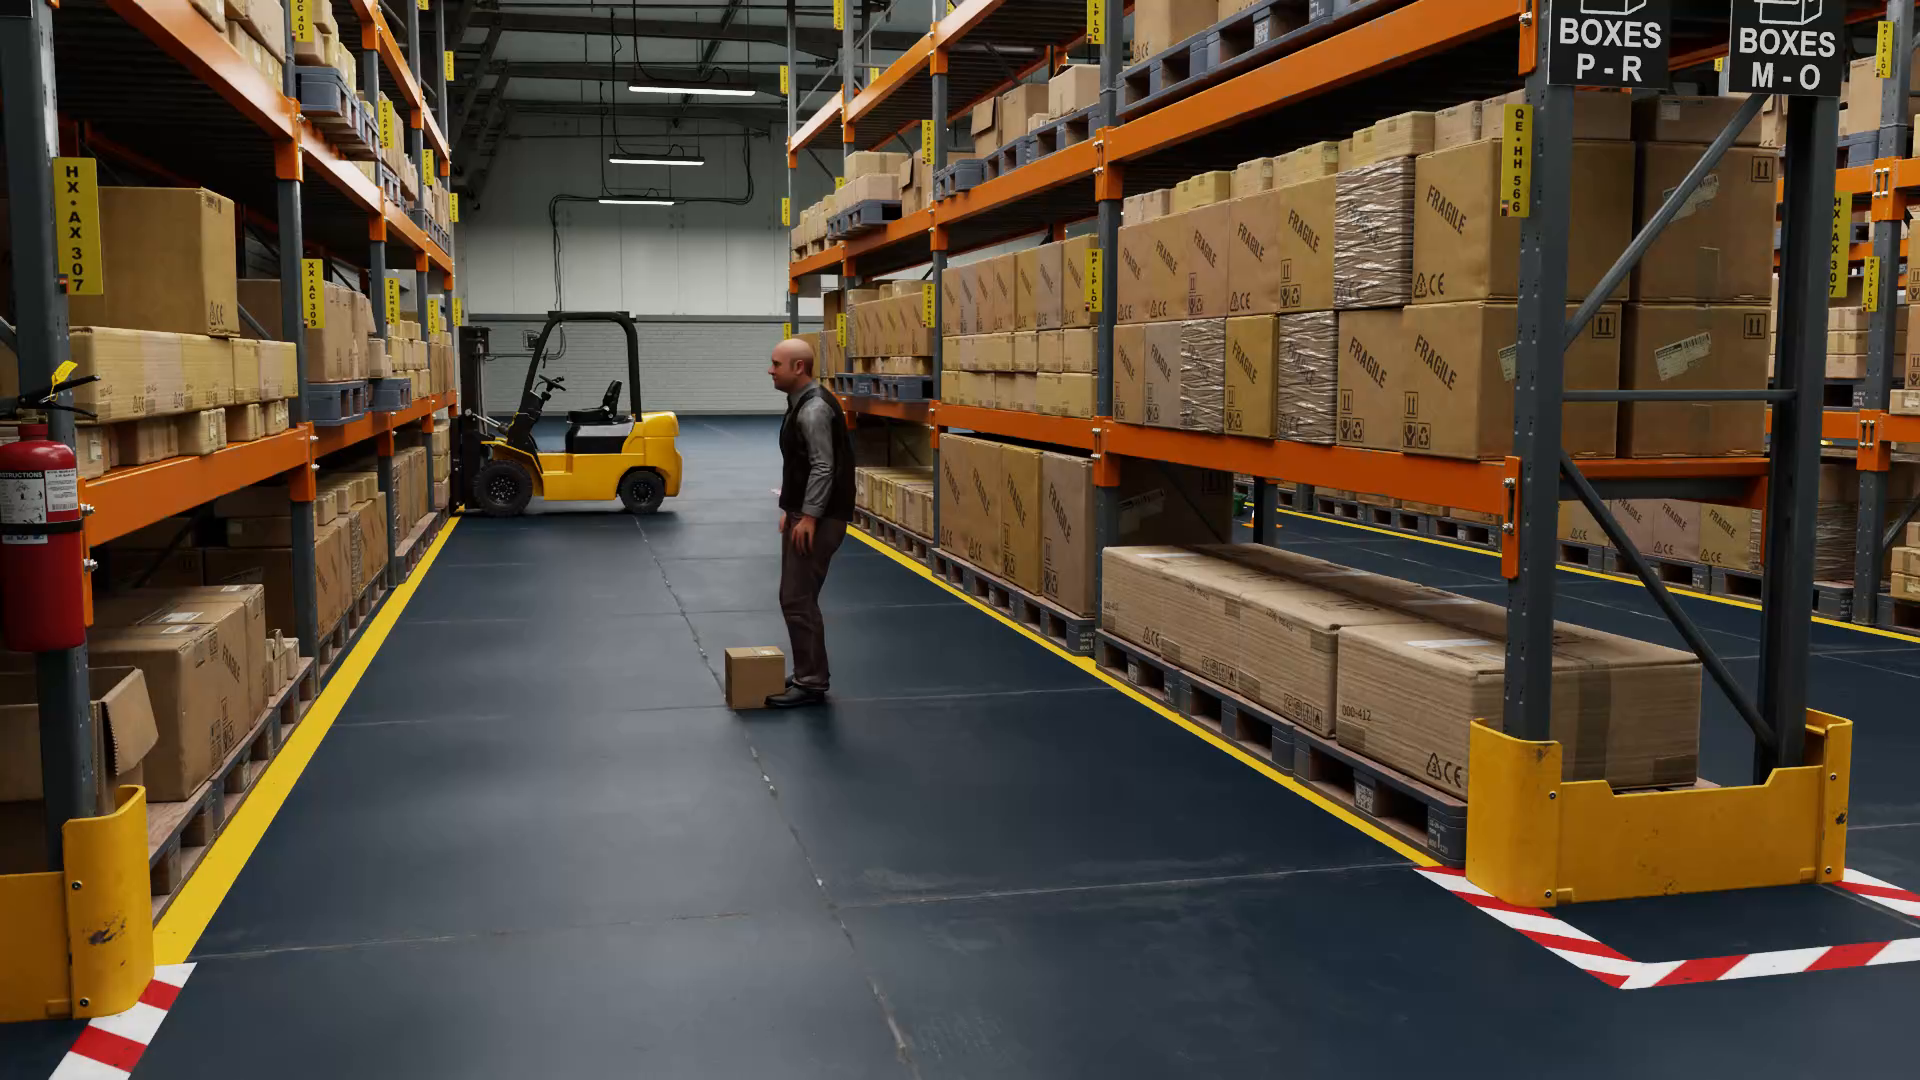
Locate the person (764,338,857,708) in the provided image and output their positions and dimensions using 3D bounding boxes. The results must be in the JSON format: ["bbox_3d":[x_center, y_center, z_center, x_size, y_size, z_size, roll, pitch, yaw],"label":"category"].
[{"bbox_3d":[-0.726,-0.088,7.879,0.460,1.722,0.580,-1,6,-13],"label":"person"}]
